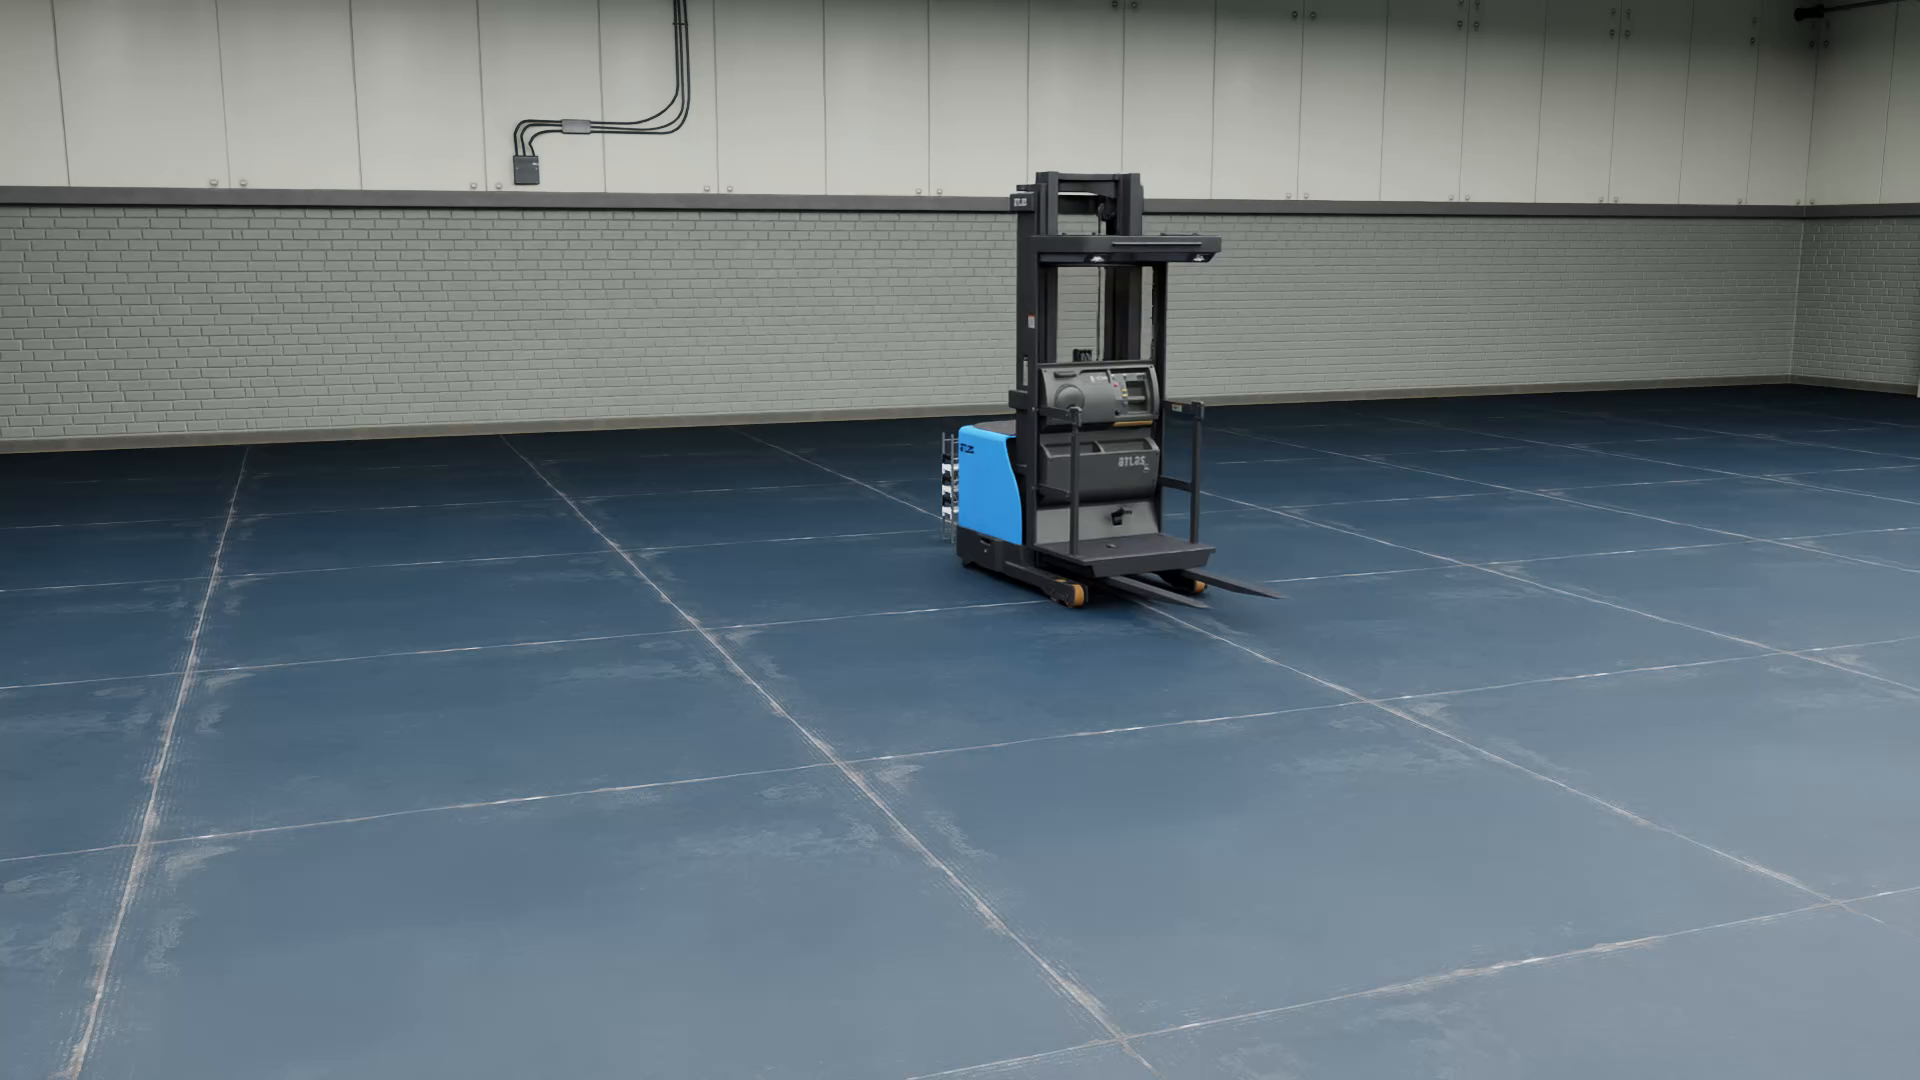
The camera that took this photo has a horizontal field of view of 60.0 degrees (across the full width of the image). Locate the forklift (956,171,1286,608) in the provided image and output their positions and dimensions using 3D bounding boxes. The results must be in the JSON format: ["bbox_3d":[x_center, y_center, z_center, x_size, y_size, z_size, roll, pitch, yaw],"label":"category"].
[{"bbox_3d":[1.093,-1.069,11.563,1.130,2.935,3.031,-5,11,-27],"label":"forklift"}]

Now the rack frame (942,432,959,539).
[{"bbox_3d":[-0.034,-0.458,13.927,0.240,0.900,0.006,-4,11,-21],"label":"rack frame"}]

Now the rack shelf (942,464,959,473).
[{"bbox_3d":[0.003,-0.586,13.808,0.258,0.077,0.200,-4,11,-21],"label":"rack shelf"}]

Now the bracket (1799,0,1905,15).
[{"bbox_3d":[14.615,-8.840,27.643,0.076,0.066,3.189,-4,11,-21],"label":"bracket"}]

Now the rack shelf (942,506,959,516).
[{"bbox_3d":[0.003,-0.232,13.871,0.258,0.077,0.200,-4,11,-21],"label":"rack shelf"}]

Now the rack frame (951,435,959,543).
[{"bbox_3d":[0.040,-0.425,13.741,0.240,0.900,0.006,-4,11,-21],"label":"rack frame"}]

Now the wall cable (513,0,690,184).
[{"bbox_3d":[-4.599,-7.572,21.082,2.305,6.003,0.169,-4,11,-21],"label":"wall cable"}]

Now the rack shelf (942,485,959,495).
[{"bbox_3d":[0.003,-0.409,13.840,0.258,0.077,0.200,-4,11,-21],"label":"rack shelf"}]

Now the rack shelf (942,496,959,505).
[{"bbox_3d":[0.003,-0.320,13.855,0.258,0.077,0.200,-4,11,-21],"label":"rack shelf"}]

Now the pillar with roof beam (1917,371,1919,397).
[{"bbox_3d":[11.728,-6.459,24.535,9.100,9.000,0.400,-4,11,-21],"label":"pillar with roof beam"}]

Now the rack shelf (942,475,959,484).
[{"bbox_3d":[0.003,-0.498,13.824,0.258,0.077,0.200,-4,11,-21],"label":"rack shelf"}]

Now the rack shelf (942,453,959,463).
[{"bbox_3d":[0.003,-0.675,13.792,0.258,0.077,0.200,-4,11,-21],"label":"rack shelf"}]

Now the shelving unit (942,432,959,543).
[{"bbox_3d":[0.003,-0.442,13.834,0.258,0.900,0.210,-4,11,-21],"label":"shelving unit"}]

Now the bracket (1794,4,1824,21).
[{"bbox_3d":[14.401,-8.936,28.185,0.235,0.232,0.430,-4,11,-21],"label":"bracket"}]
